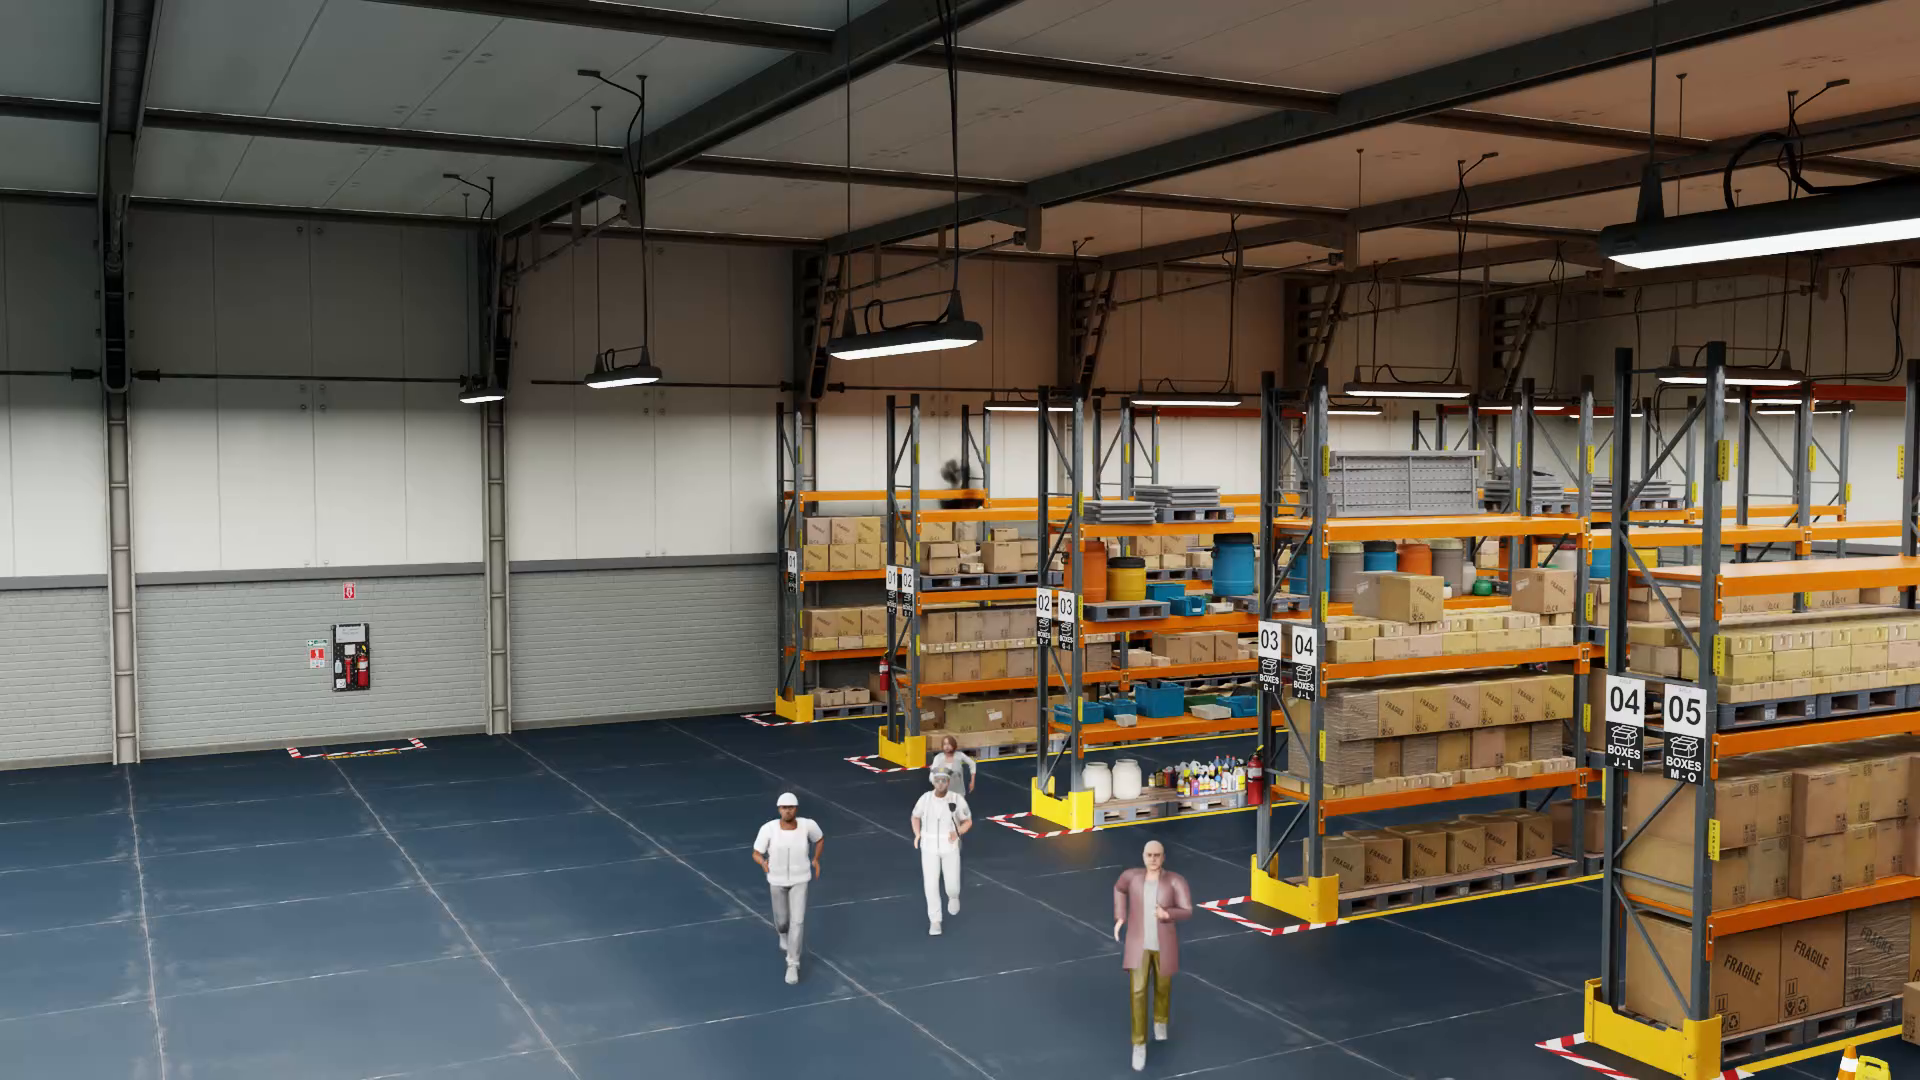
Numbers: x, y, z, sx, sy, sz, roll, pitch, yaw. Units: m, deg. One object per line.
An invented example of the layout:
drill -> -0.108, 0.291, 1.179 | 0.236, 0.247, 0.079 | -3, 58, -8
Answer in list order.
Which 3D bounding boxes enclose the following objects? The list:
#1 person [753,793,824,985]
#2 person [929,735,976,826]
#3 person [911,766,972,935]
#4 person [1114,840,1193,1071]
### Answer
person -> -1.682, 3.355, 16.331 | 0.700, 1.772, 0.963 | 0, 3, -4
person -> -0.095, 3.201, 20.574 | 0.548, 1.619, 0.831 | 0, 3, 7
person -> -0.207, 3.281, 17.821 | 0.672, 1.740, 0.779 | 0, 3, 5
person -> 1.635, 3.464, 14.142 | 0.680, 1.836, 0.898 | 0, 3, 8
